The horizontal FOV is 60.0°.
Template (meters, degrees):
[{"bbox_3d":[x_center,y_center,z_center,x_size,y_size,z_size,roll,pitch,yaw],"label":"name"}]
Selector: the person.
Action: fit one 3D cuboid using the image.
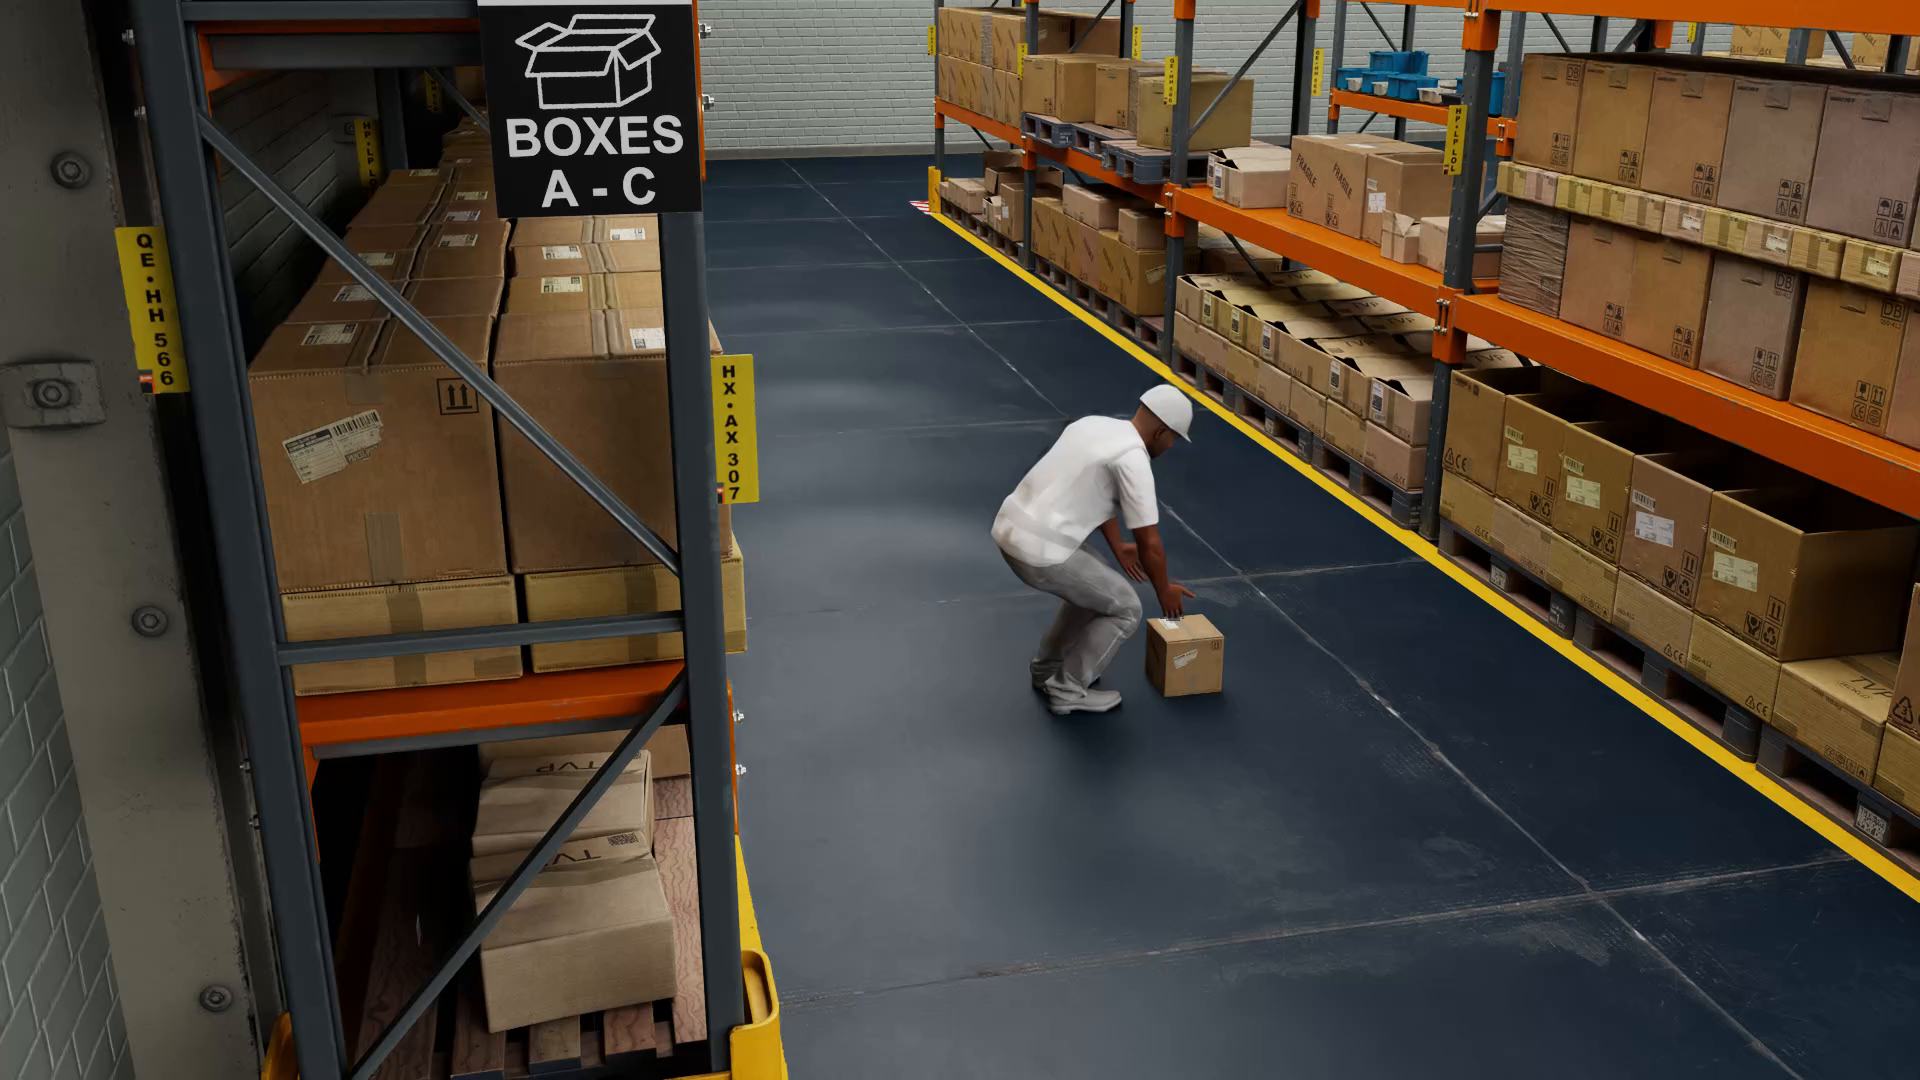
[{"bbox_3d":[0.531,0.015,6.717,0.817,1.283,0.627,-4,20,-12],"label":"person"}]
